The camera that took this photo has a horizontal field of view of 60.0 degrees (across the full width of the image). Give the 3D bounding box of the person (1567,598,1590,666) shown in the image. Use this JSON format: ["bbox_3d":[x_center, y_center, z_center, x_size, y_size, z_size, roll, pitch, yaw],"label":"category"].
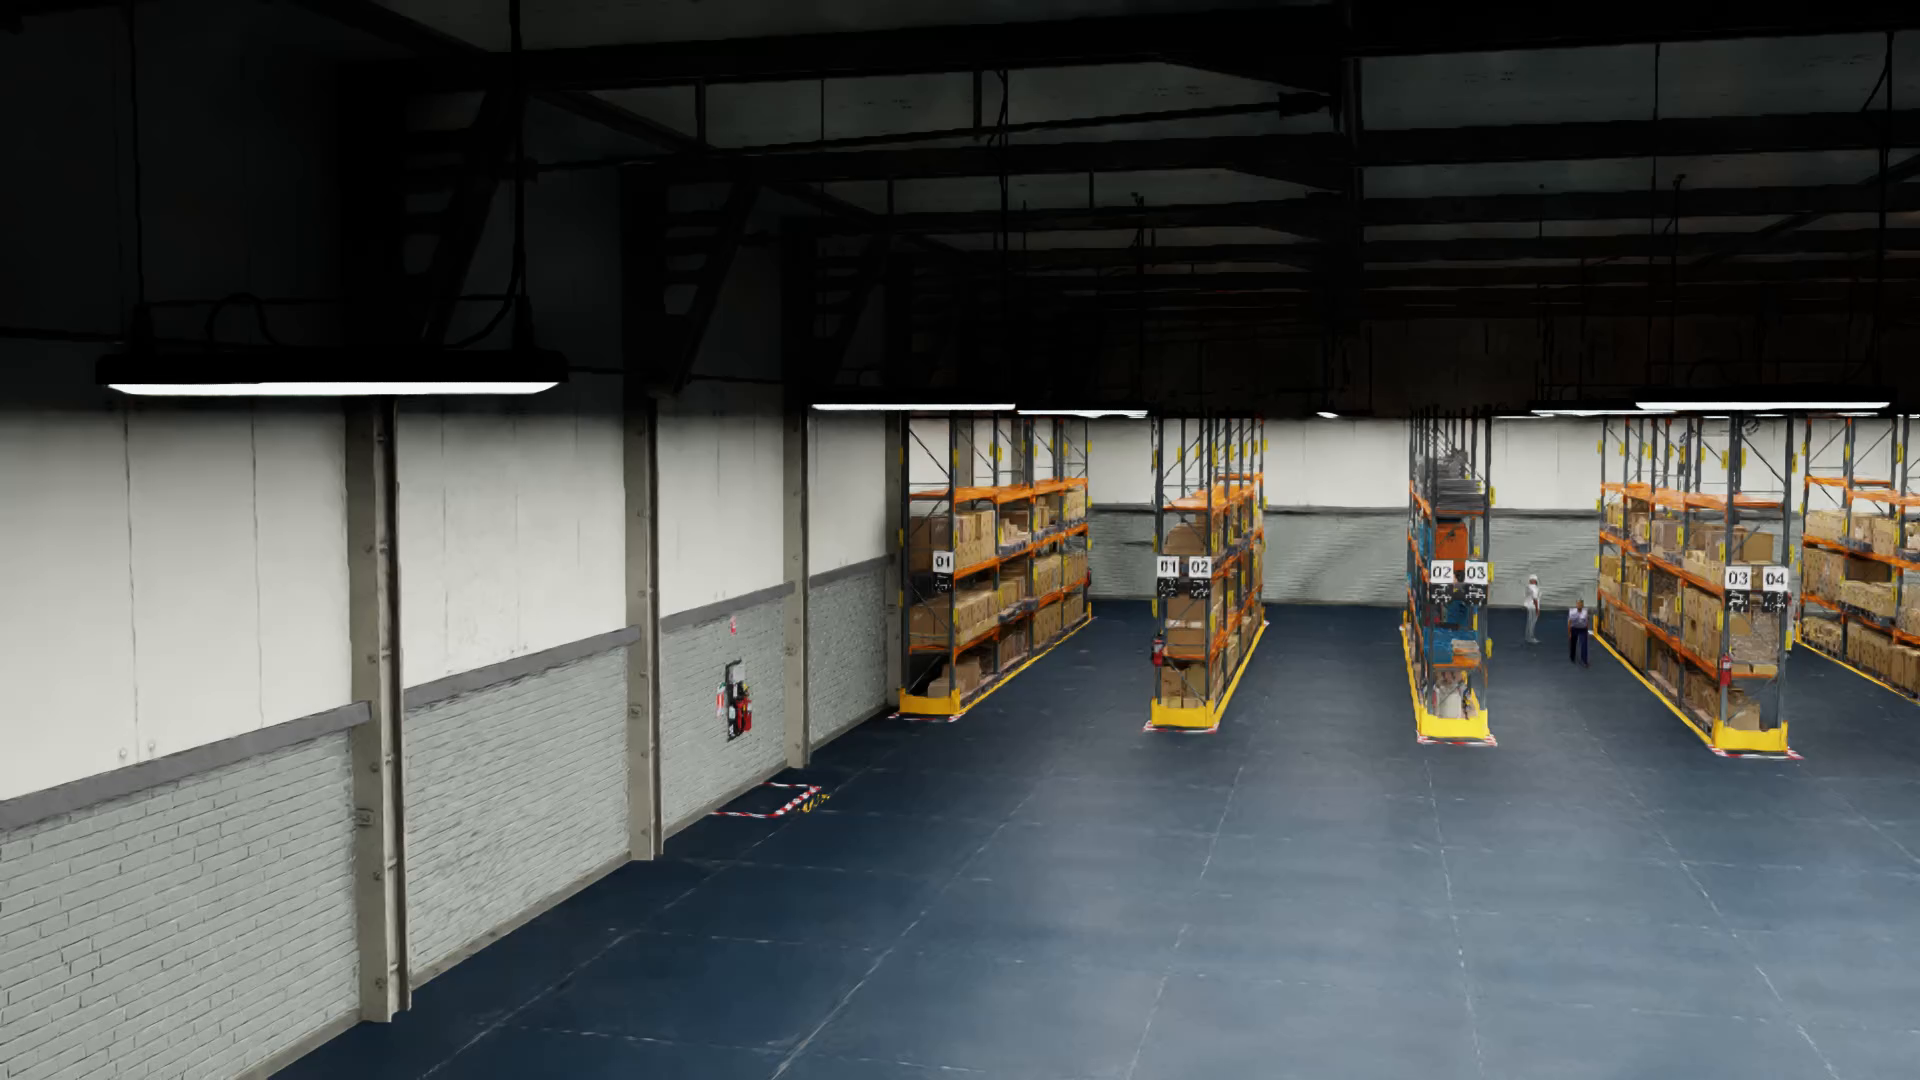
[{"bbox_3d":[14.474,2.135,38.947,0.479,1.564,1.090,1,4,16],"label":"person"}]

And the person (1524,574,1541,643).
[{"bbox_3d":[14.741,1.750,42.786,0.399,1.767,0.672,0,4,-5],"label":"person"}]

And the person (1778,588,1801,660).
[{"bbox_3d":[19.723,2.011,39.743,0.677,1.742,0.552,1,4,12],"label":"person"}]
